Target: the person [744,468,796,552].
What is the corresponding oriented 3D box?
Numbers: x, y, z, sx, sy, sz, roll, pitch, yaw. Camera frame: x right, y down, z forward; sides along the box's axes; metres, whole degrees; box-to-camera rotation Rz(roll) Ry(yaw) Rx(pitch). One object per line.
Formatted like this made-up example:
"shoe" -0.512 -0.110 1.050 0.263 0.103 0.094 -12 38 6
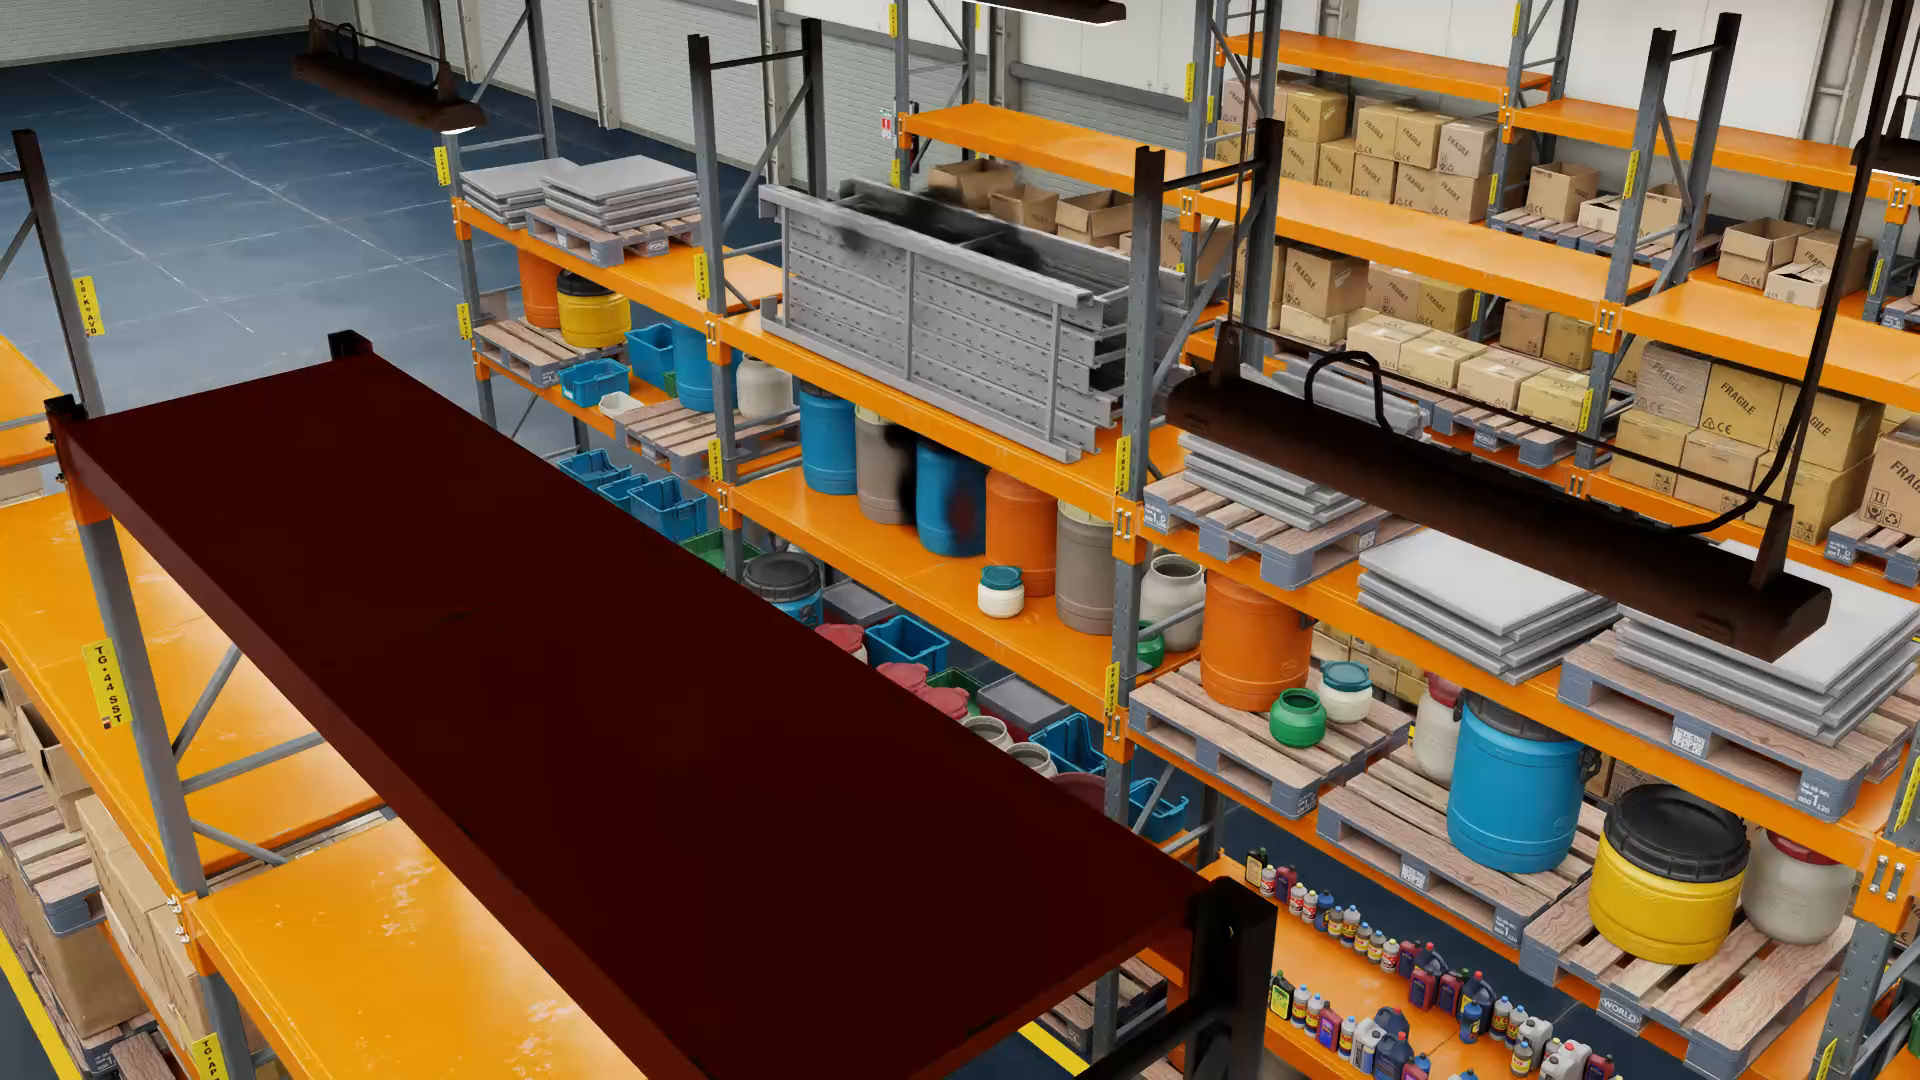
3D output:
"person" -1.844 -0.259 16.002 0.917 1.673 0.617 17 32 30
